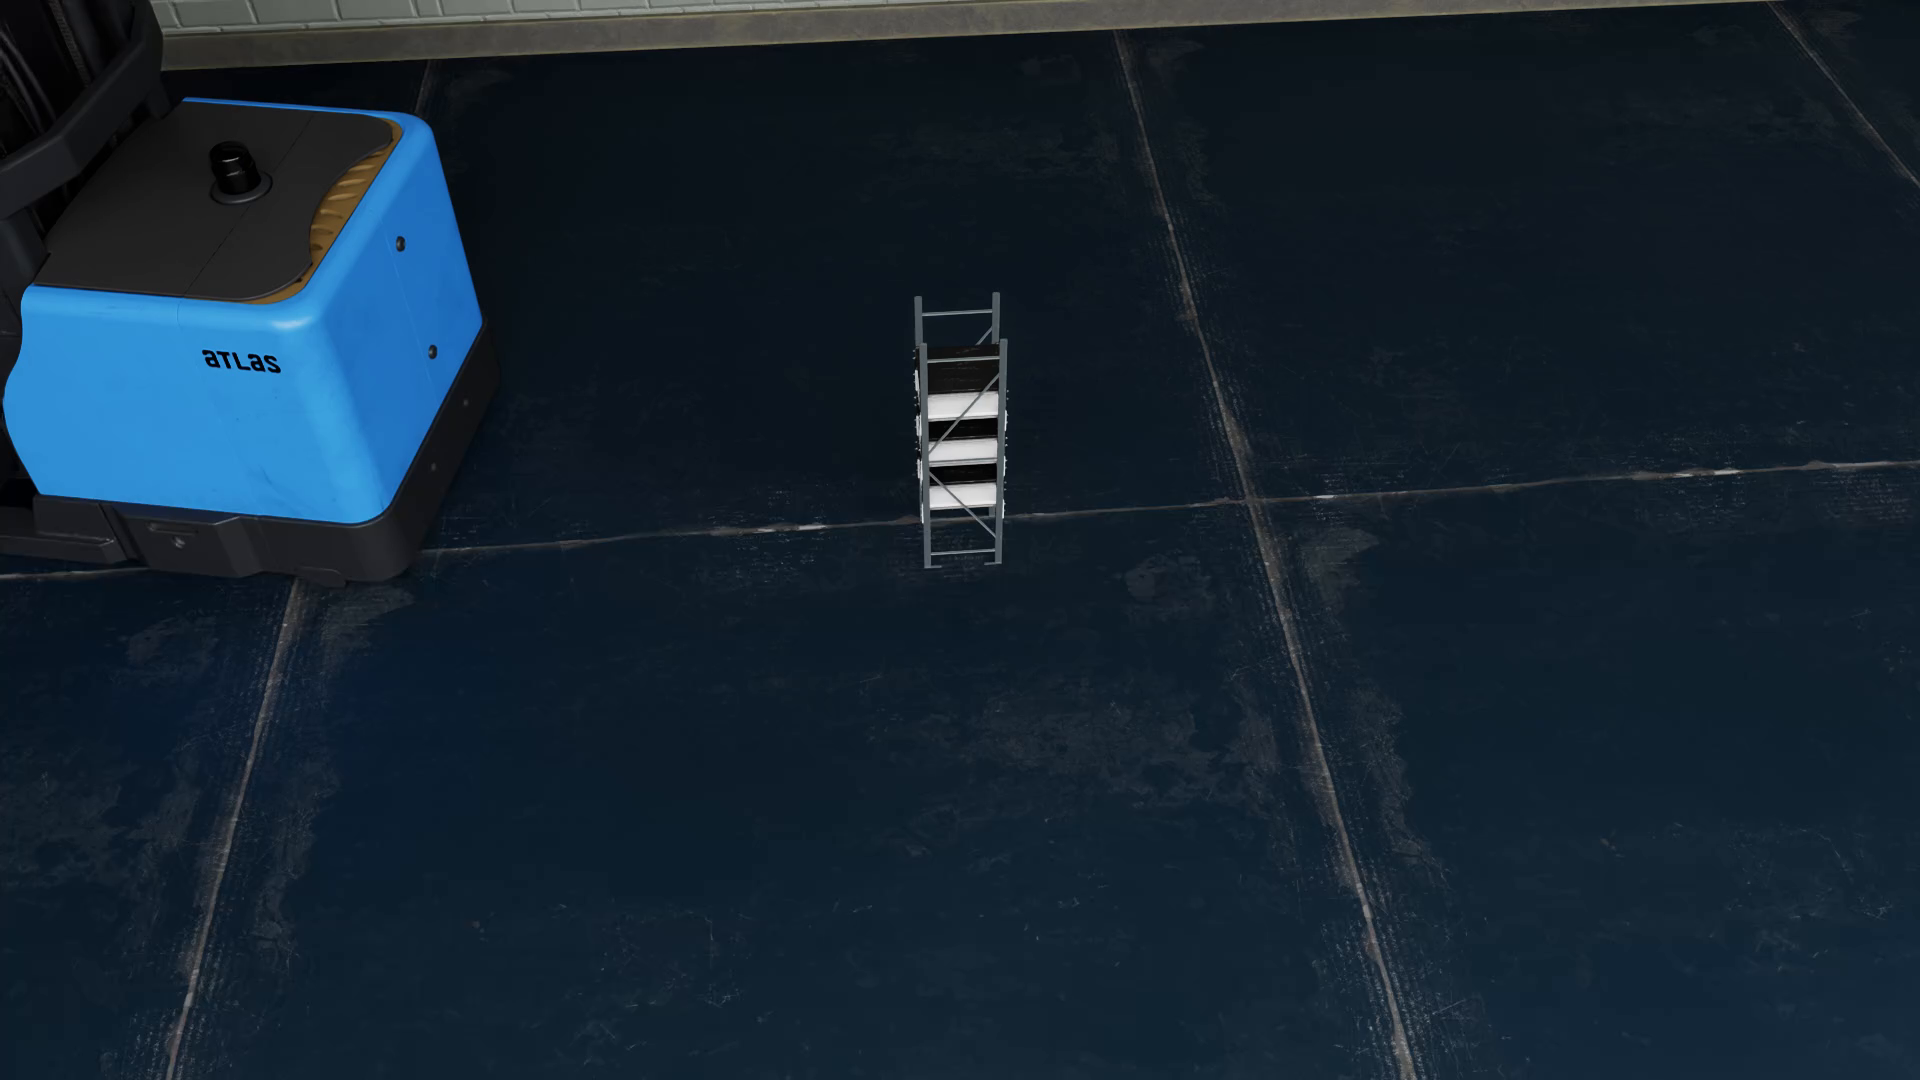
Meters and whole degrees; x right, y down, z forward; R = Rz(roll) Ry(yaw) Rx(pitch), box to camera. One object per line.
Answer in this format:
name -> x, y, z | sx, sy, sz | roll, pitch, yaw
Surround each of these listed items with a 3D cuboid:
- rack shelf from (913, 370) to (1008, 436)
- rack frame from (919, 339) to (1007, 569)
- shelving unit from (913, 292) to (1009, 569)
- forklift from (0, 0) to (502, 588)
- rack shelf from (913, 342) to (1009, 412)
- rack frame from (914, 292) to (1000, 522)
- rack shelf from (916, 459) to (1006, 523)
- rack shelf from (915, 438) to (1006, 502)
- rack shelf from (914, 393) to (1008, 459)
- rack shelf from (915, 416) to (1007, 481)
rack shelf -> 0.001, -0.404, 4.811 | 0.258, 0.077, 0.200 | -3, 47, -3
rack frame -> 0.009, -0.230, 4.848 | 0.240, 0.900, 0.006 | -3, 47, -3
shelving unit -> 0.001, -0.304, 4.918 | 0.258, 0.900, 0.210 | -3, 47, -3
forklift -> -3.122, -1.340, 4.501 | 3.031, 2.935, 1.130 | 5, 47, 5
rack shelf -> 0.001, -0.466, 4.746 | 0.258, 0.077, 0.200 | -3, 47, -3
rack frame -> -0.008, -0.377, 4.987 | 0.240, 0.900, 0.006 | -3, 47, -3
rack shelf -> 0.001, -0.157, 5.073 | 0.258, 0.077, 0.200 | -3, 47, -3
rack shelf -> 0.001, -0.219, 5.007 | 0.258, 0.077, 0.200 | -3, 47, -3
rack shelf -> 0.001, -0.343, 4.877 | 0.258, 0.077, 0.200 | -3, 47, -3
rack shelf -> 0.001, -0.281, 4.942 | 0.258, 0.077, 0.200 | -3, 47, -3
